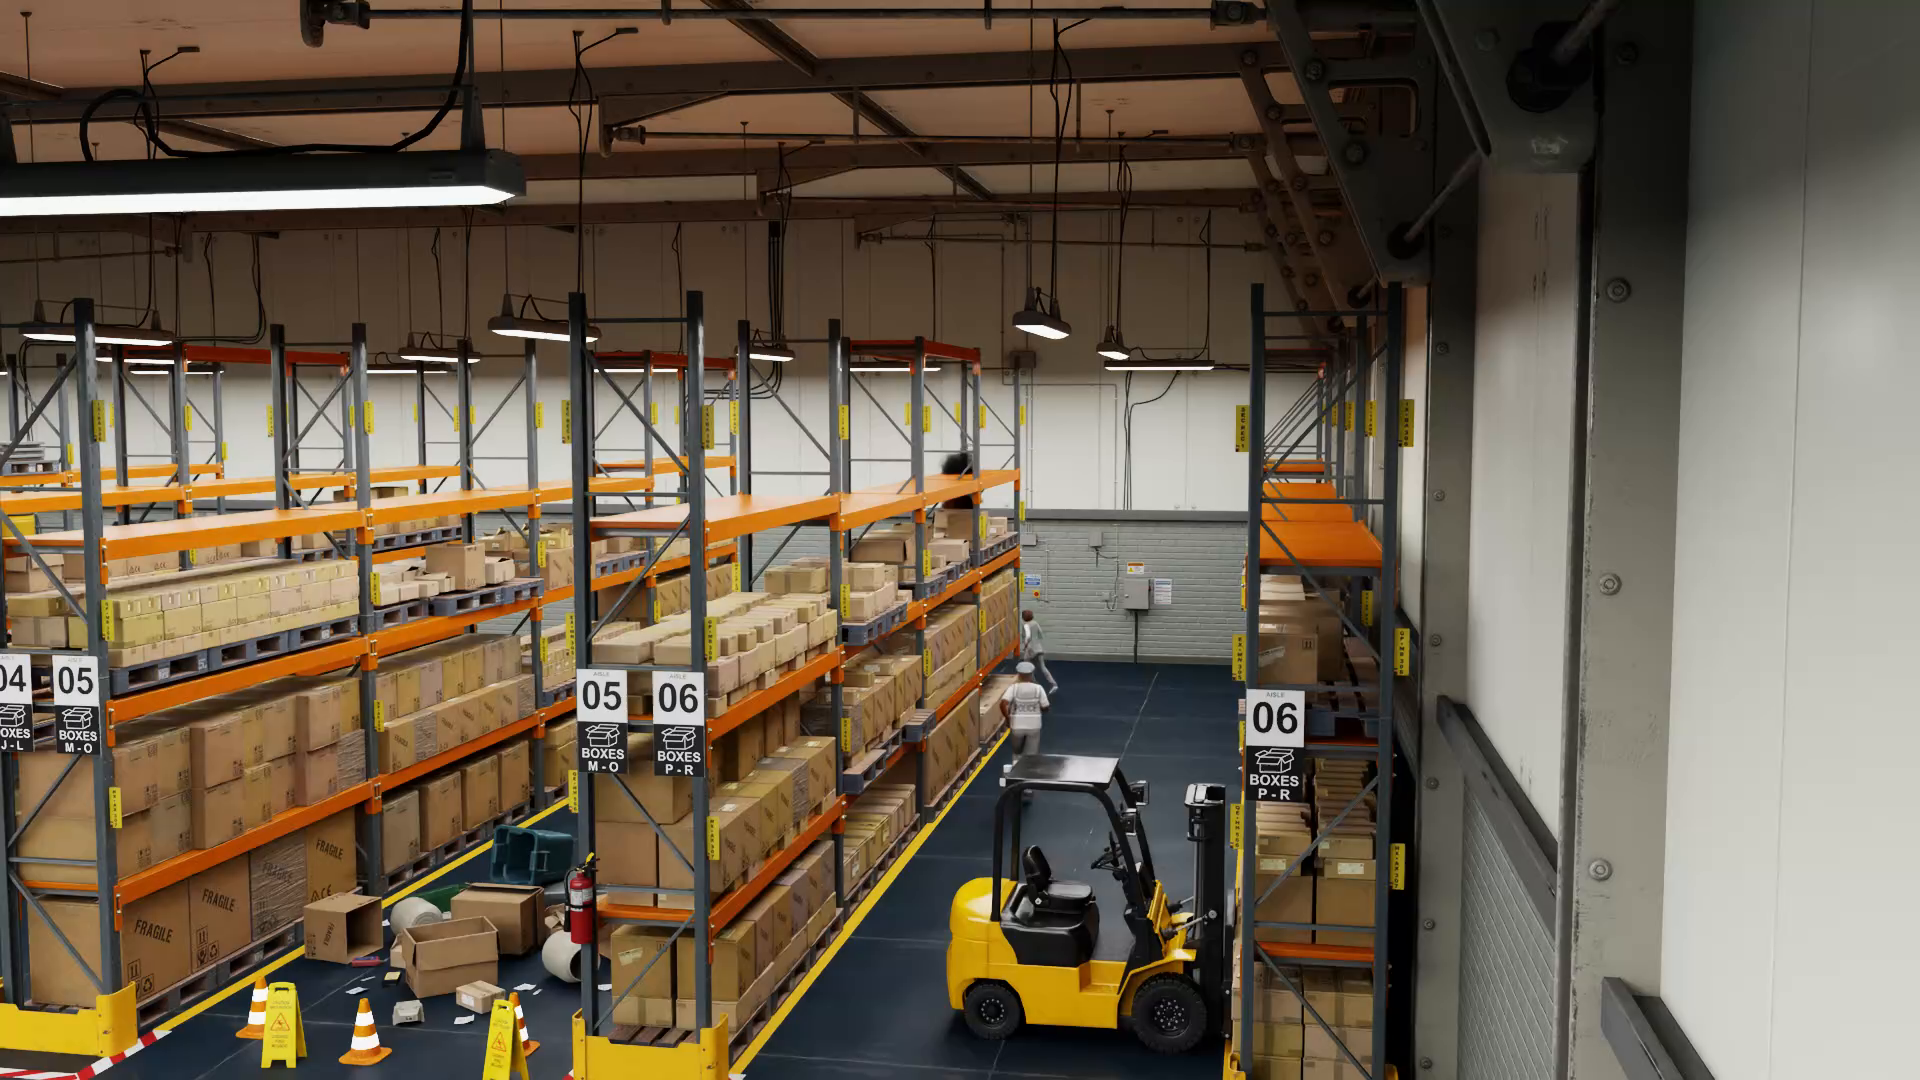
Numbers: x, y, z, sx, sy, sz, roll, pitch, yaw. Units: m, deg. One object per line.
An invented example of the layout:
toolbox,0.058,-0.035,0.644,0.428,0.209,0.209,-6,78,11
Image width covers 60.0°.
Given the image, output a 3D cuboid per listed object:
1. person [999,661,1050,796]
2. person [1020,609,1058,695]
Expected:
person,0.858,2.516,21.899,0.642,1.840,0.763,1,5,6
person,1.277,2.005,29.458,0.563,1.576,0.803,-4,6,-39
